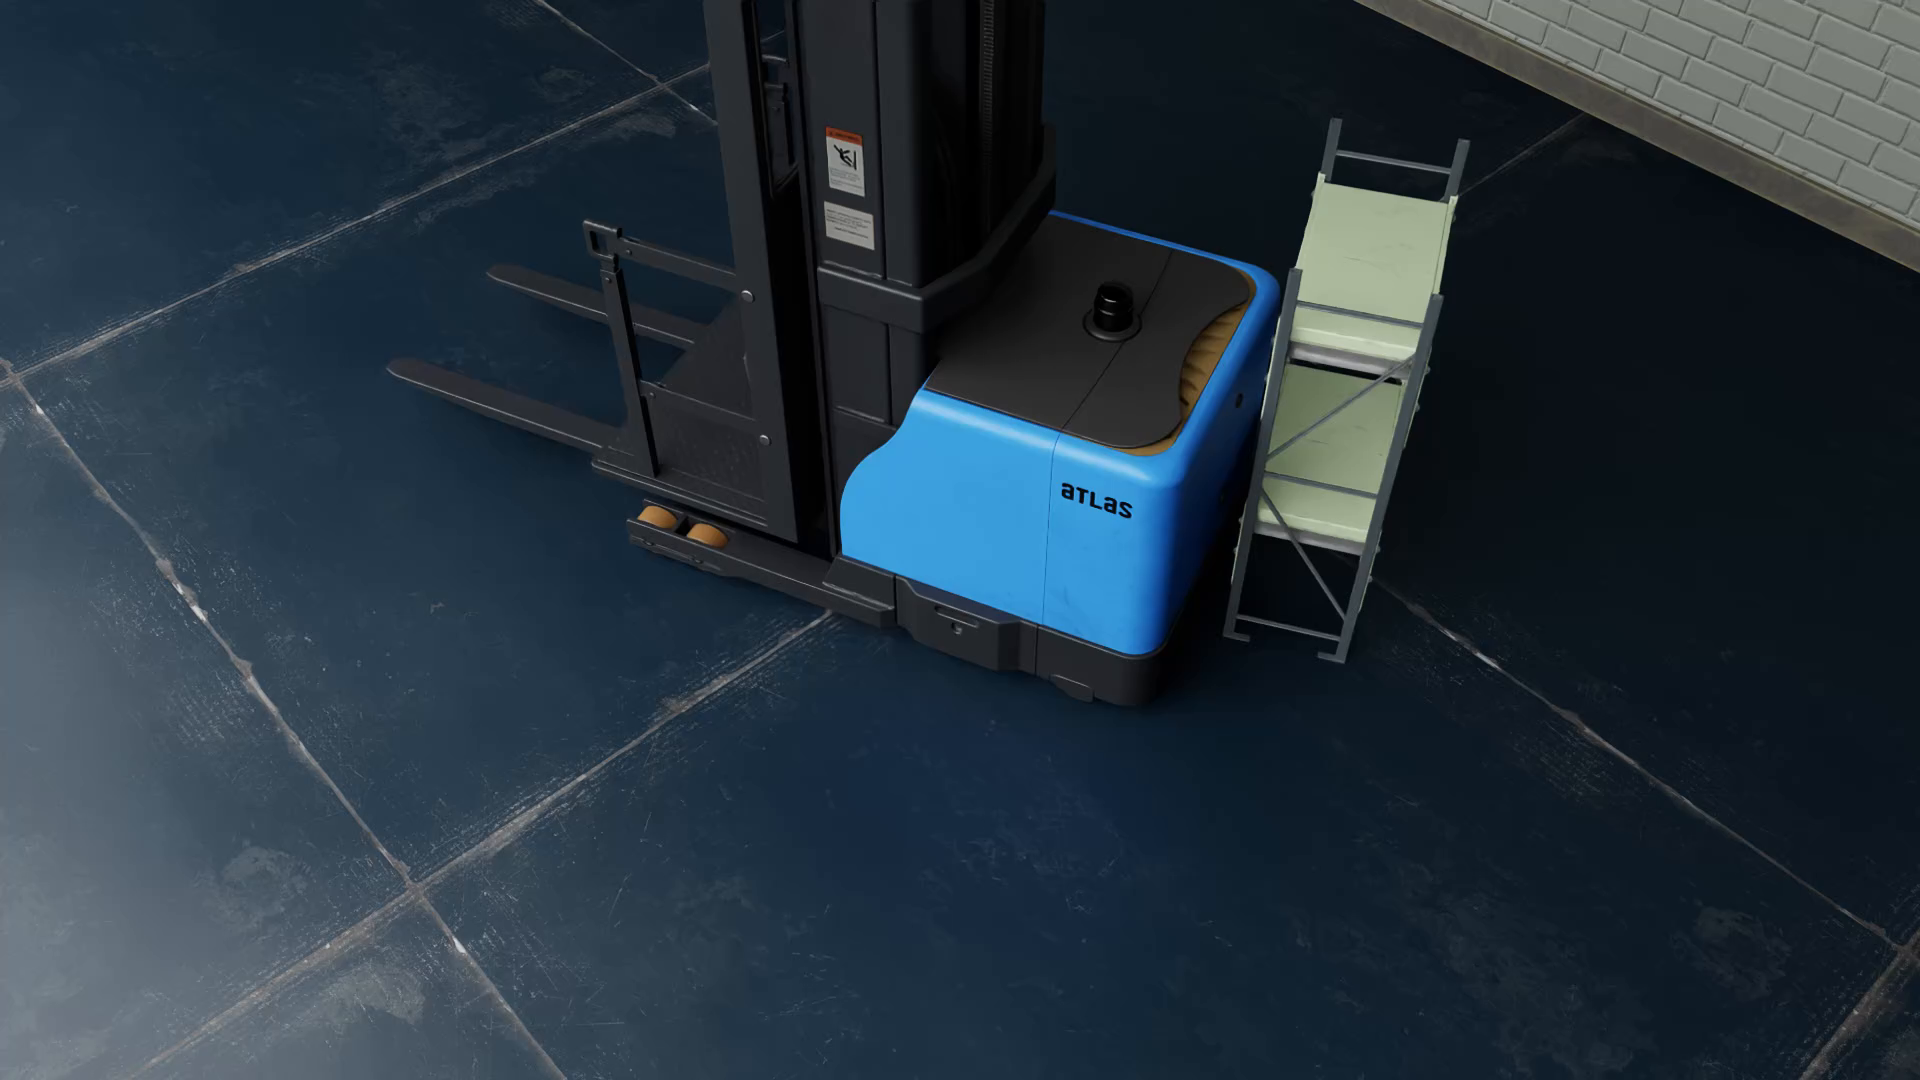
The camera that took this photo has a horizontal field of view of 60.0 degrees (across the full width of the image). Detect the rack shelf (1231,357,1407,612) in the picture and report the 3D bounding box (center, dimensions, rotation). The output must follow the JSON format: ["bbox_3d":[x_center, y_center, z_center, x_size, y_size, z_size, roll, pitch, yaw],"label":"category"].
[{"bbox_3d":[1.163,-0.194,5.352,0.431,0.370,0.720,13,49,11],"label":"rack shelf"}]

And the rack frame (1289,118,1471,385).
[{"bbox_3d":[1.270,-0.672,5.349,0.400,1.500,0.023,13,49,11],"label":"rack frame"}]

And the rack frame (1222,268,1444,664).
[{"bbox_3d":[1.056,-0.157,4.875,0.400,1.500,0.023,13,49,11],"label":"rack frame"}]

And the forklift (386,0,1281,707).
[{"bbox_3d":[-0.569,-1.219,4.880,3.031,2.935,1.130,19,50,17],"label":"forklift"}]

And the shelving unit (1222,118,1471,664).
[{"bbox_3d":[1.163,-0.415,5.112,0.431,1.500,0.755,13,49,11],"label":"shelving unit"}]

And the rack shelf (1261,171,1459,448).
[{"bbox_3d":[1.163,-0.679,4.825,0.431,0.370,0.720,13,49,11],"label":"rack shelf"}]
